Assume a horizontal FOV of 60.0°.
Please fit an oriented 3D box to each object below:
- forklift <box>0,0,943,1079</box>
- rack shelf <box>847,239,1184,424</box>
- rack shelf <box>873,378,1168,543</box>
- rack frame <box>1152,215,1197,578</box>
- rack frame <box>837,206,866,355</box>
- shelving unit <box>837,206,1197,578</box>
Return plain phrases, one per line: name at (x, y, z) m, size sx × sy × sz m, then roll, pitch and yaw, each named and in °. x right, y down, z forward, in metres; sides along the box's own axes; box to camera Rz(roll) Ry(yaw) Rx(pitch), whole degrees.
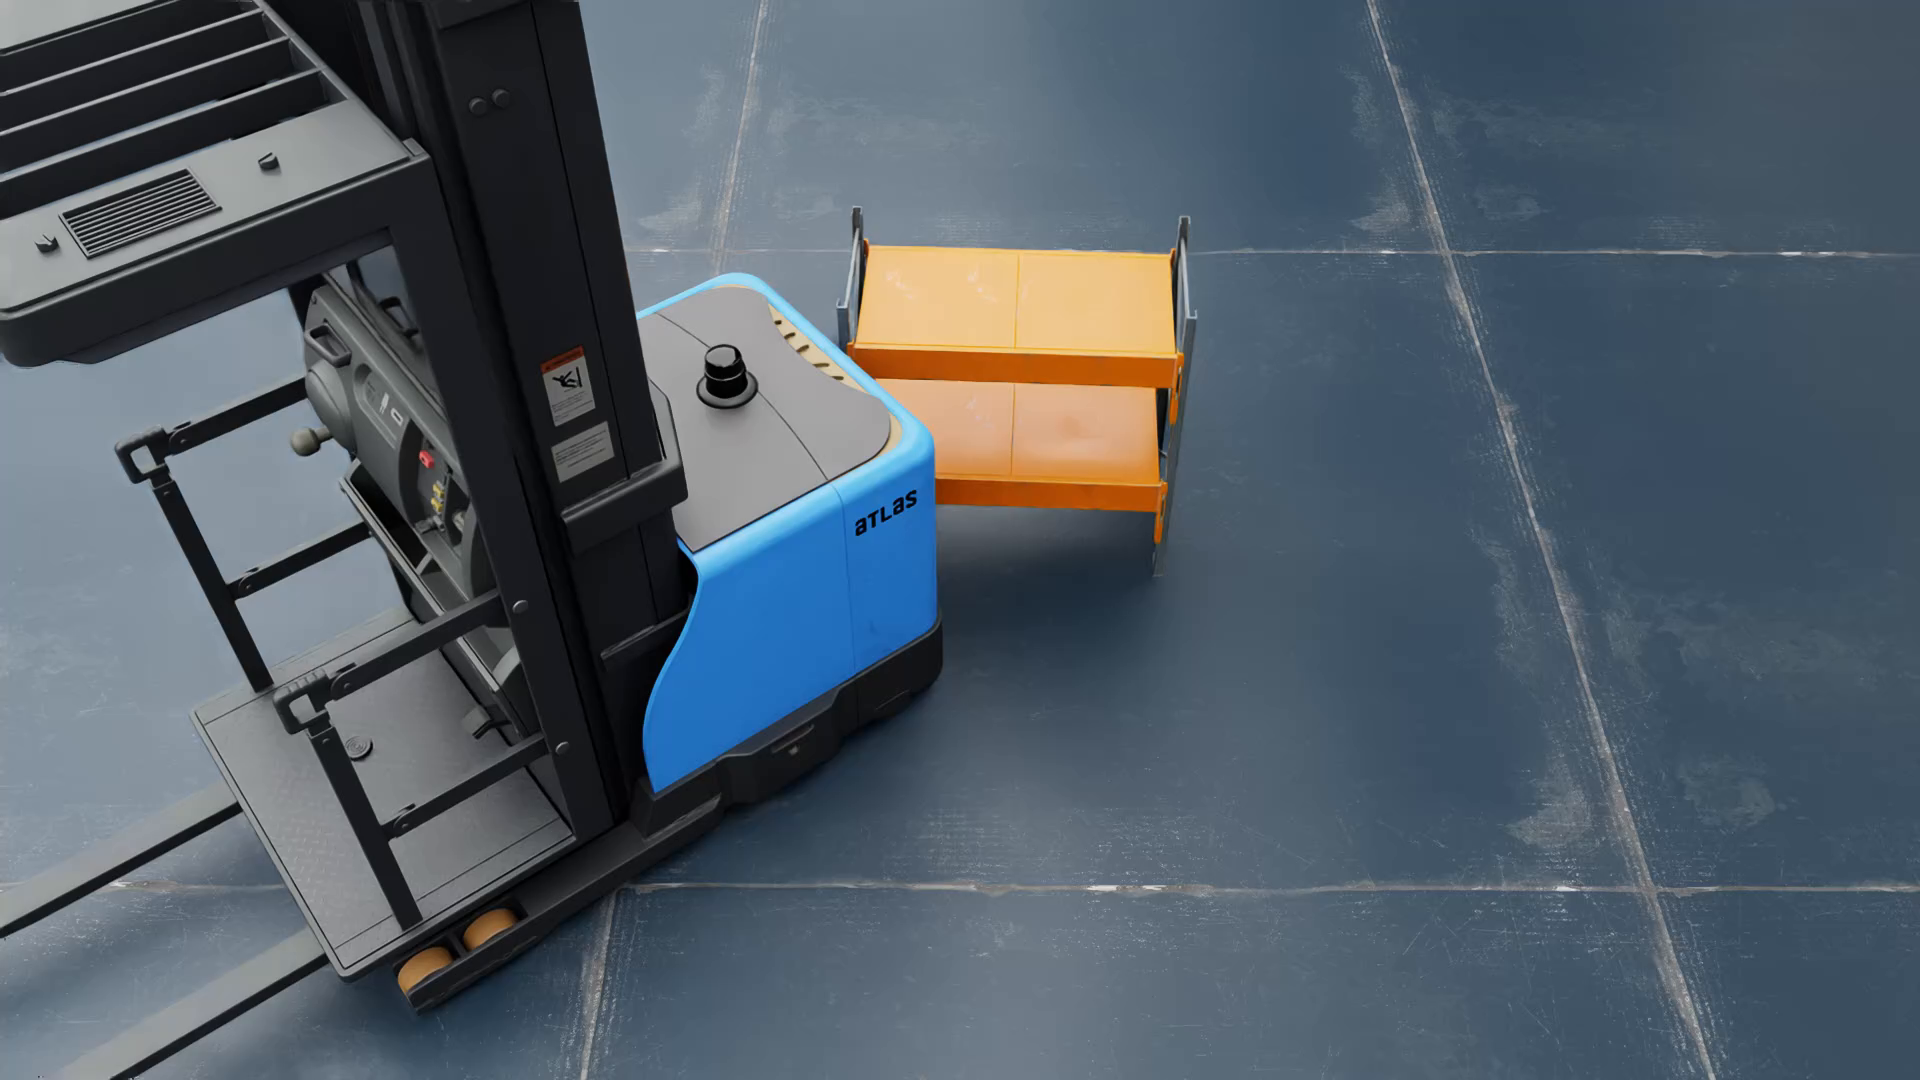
forklift at (-1.528, -0.165, 3.901) m, size 3.031 × 2.935 × 1.130 m, roll -30°, pitch 54°, yaw -25°
rack shelf at (0.176, -0.657, 5.193) m, size 1.000 × 0.278 × 0.538 m, roll 2°, pitch 47°, yaw 2°
rack shelf at (0.176, -0.291, 5.586) m, size 1.000 × 0.278 × 0.538 m, roll 2°, pitch 47°, yaw 2°
rack frame at (0.683, -0.439, 5.390) m, size 0.032 × 1.125 × 0.500 m, roll 2°, pitch 47°, yaw 2°
rack frame at (-0.332, -0.476, 5.424) m, size 0.032 × 1.125 × 0.500 m, roll 2°, pitch 47°, yaw 2°
shelving unit at (0.176, -0.457, 5.407) m, size 1.048 × 1.125 × 0.538 m, roll 2°, pitch 47°, yaw 2°
